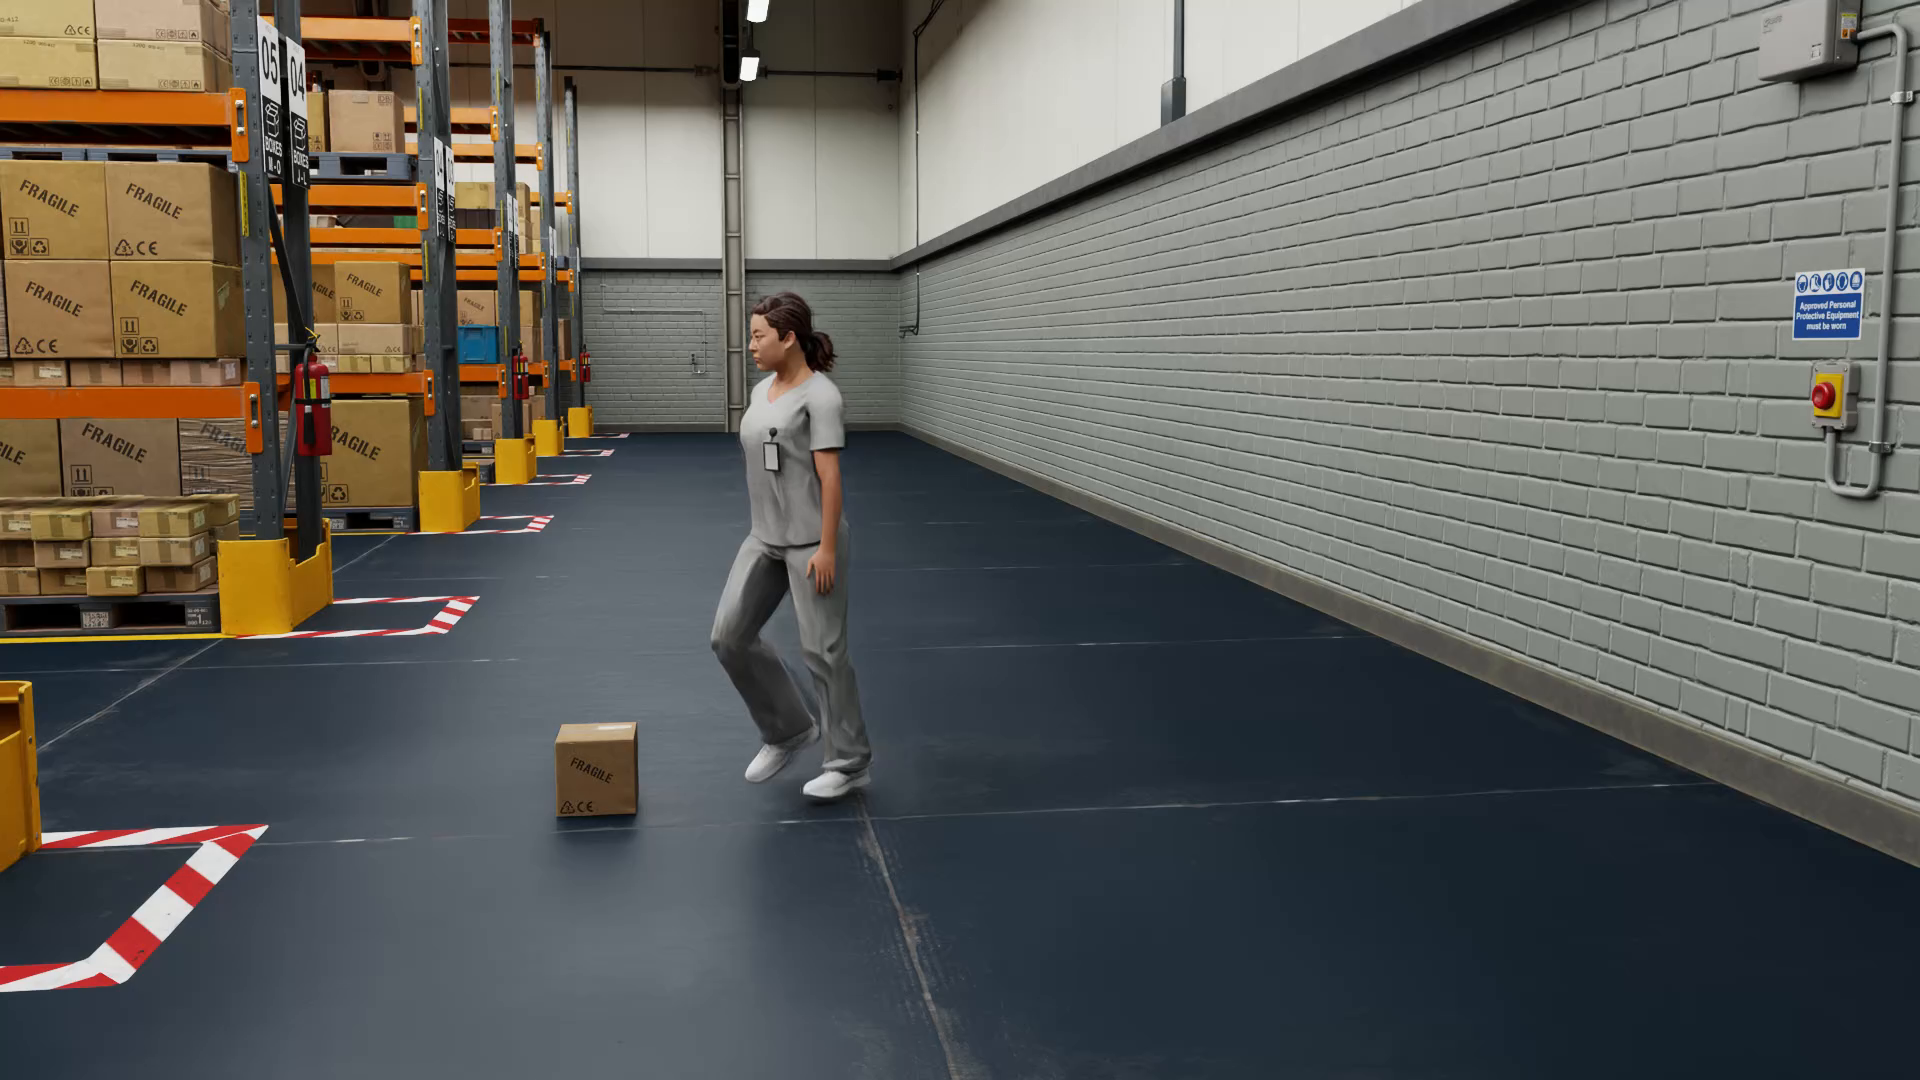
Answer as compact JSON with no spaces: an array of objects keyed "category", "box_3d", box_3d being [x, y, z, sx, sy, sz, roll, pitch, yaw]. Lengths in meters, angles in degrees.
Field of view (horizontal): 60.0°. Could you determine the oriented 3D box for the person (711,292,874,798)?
[{"category":"person","box_3d":[-0.550,0.020,5.552,0.497,1.679,0.407,6,9,41]}]
